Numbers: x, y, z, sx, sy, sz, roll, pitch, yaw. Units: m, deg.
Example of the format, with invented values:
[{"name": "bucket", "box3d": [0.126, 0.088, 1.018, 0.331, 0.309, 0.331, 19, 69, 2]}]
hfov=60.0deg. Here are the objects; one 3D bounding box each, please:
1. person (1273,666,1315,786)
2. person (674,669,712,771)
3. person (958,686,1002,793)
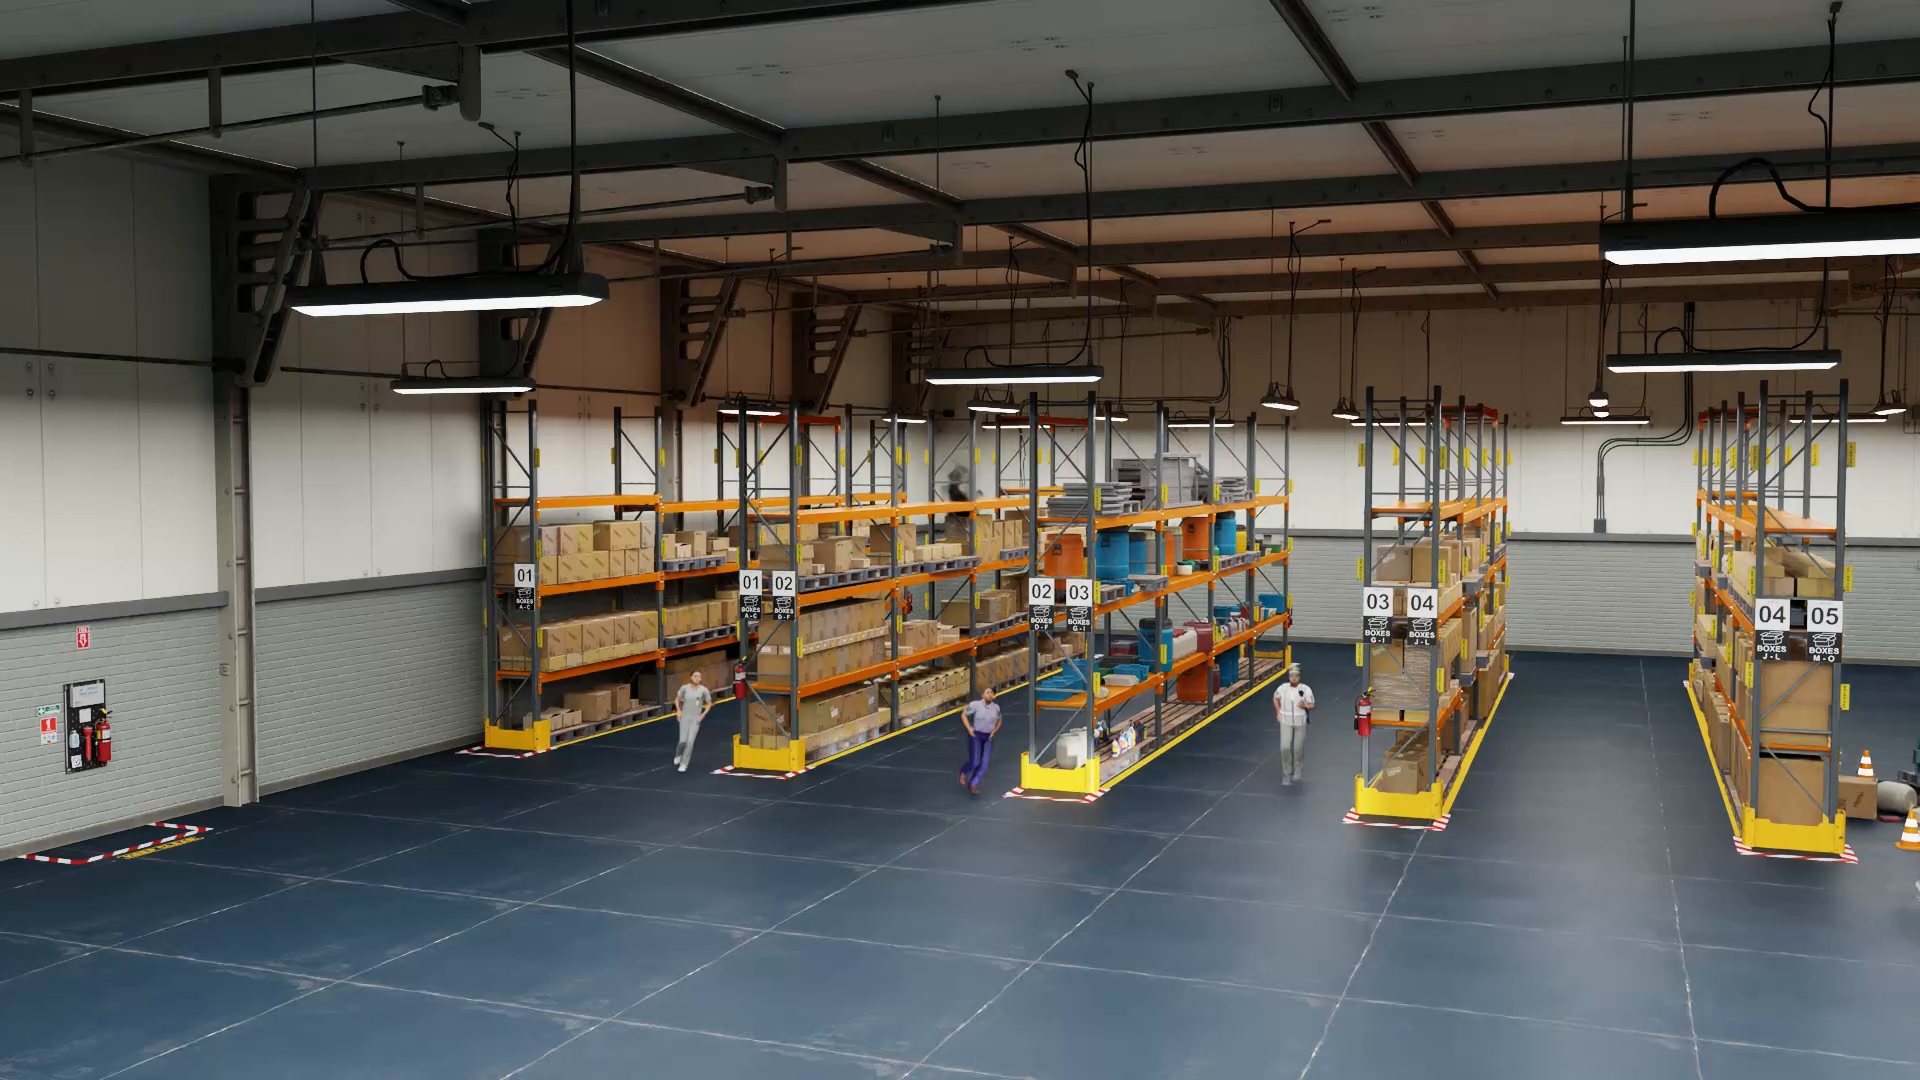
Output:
[{"name": "person", "box3d": [5.141, 2.862, 25.613, 0.639, 1.846, 0.745, 1, 3, 13]}, {"name": "person", "box3d": [-4.291, 2.877, 26.714, 0.606, 1.624, 0.537, 0, 3, -9]}, {"name": "person", "box3d": [0.338, 2.989, 24.947, 0.628, 1.597, 0.484, -1, 3, -20]}]
